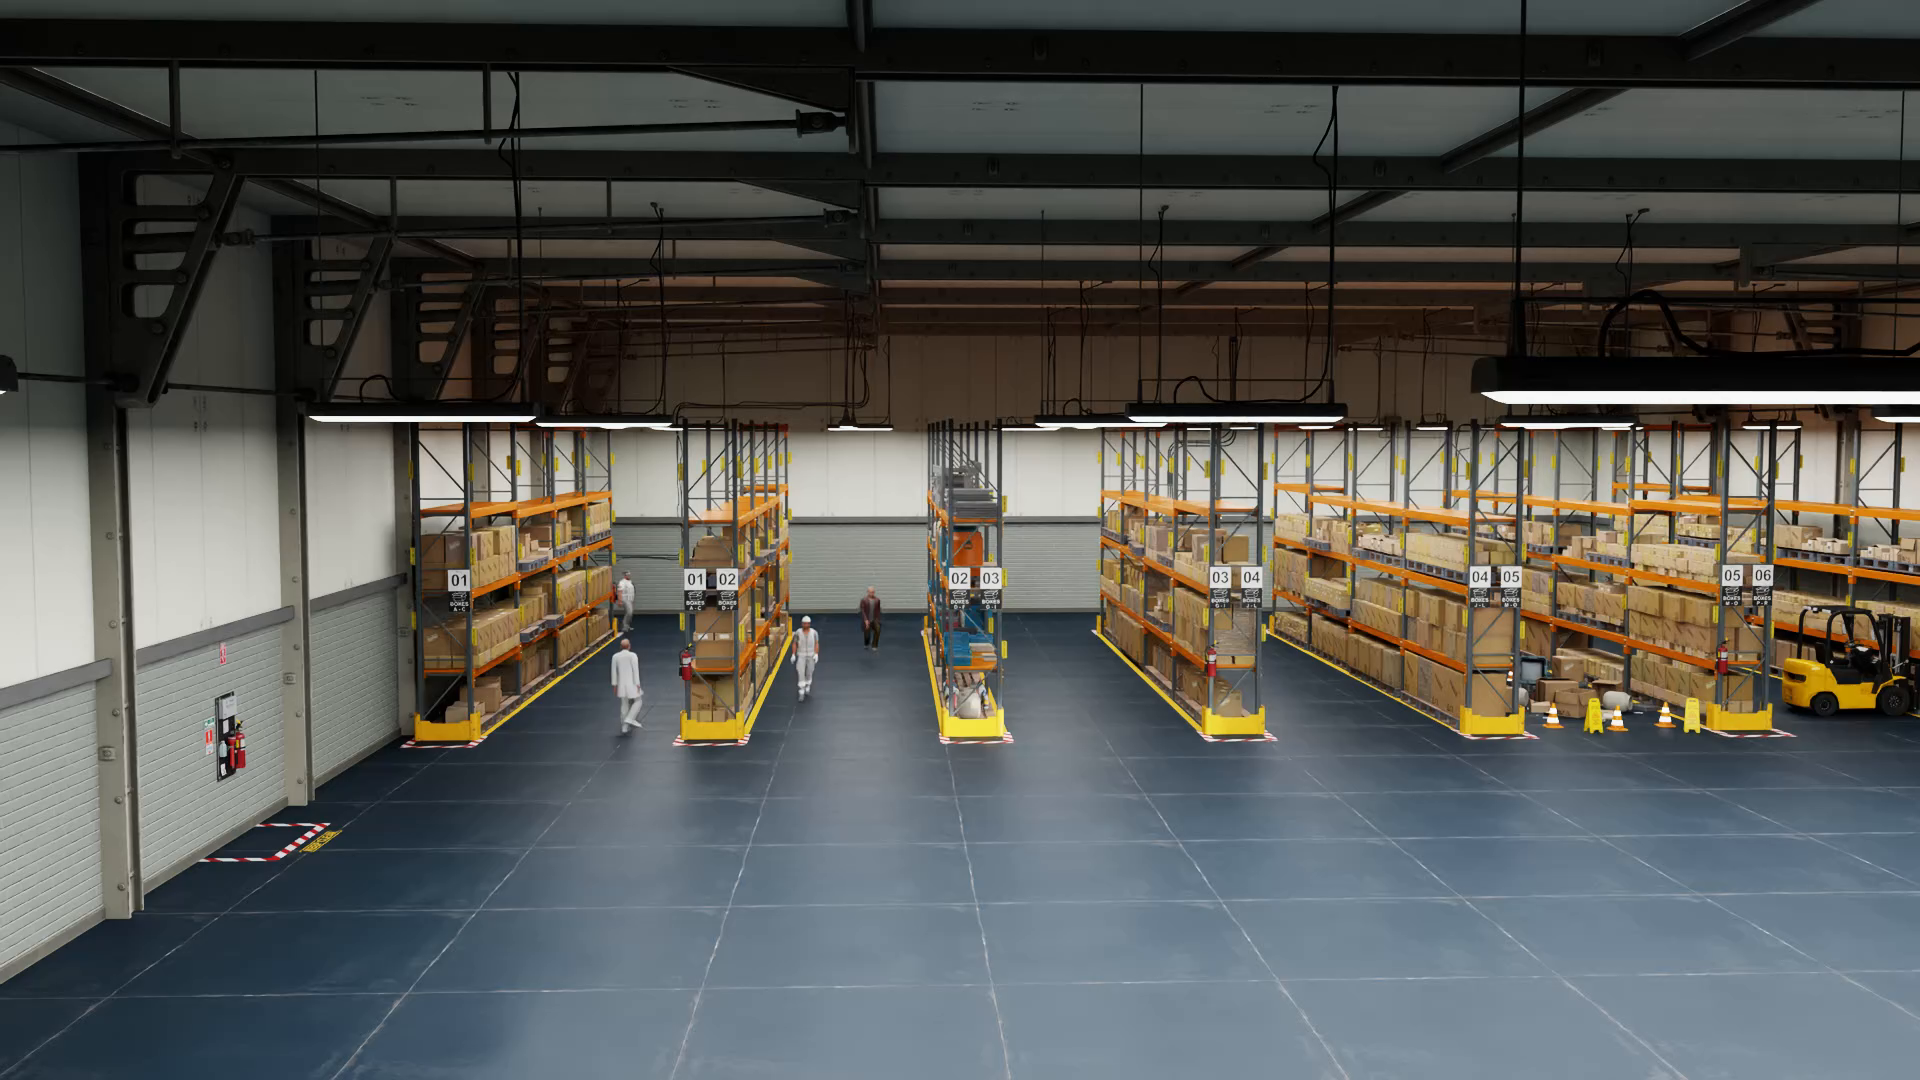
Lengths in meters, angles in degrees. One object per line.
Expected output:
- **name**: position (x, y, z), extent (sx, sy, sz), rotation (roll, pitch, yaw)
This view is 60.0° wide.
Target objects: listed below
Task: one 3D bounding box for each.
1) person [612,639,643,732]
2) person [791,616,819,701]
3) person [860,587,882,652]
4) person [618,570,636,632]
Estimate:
- **person**: position (-6.397, 2.840, 31.888), extent (0.627, 1.668, 0.572), rotation (0, 4, 7)
- **person**: position (-3.336, 2.532, 35.916), extent (0.588, 1.769, 0.868), rotation (-1, 4, -16)
- **person**: position (-2.236, 1.981, 41.737), extent (0.562, 1.606, 1.045), rotation (-1, 4, -15)
- **person**: position (-9.605, 1.773, 48.081), extent (0.451, 1.804, 0.571), rotation (1, 4, 14)
